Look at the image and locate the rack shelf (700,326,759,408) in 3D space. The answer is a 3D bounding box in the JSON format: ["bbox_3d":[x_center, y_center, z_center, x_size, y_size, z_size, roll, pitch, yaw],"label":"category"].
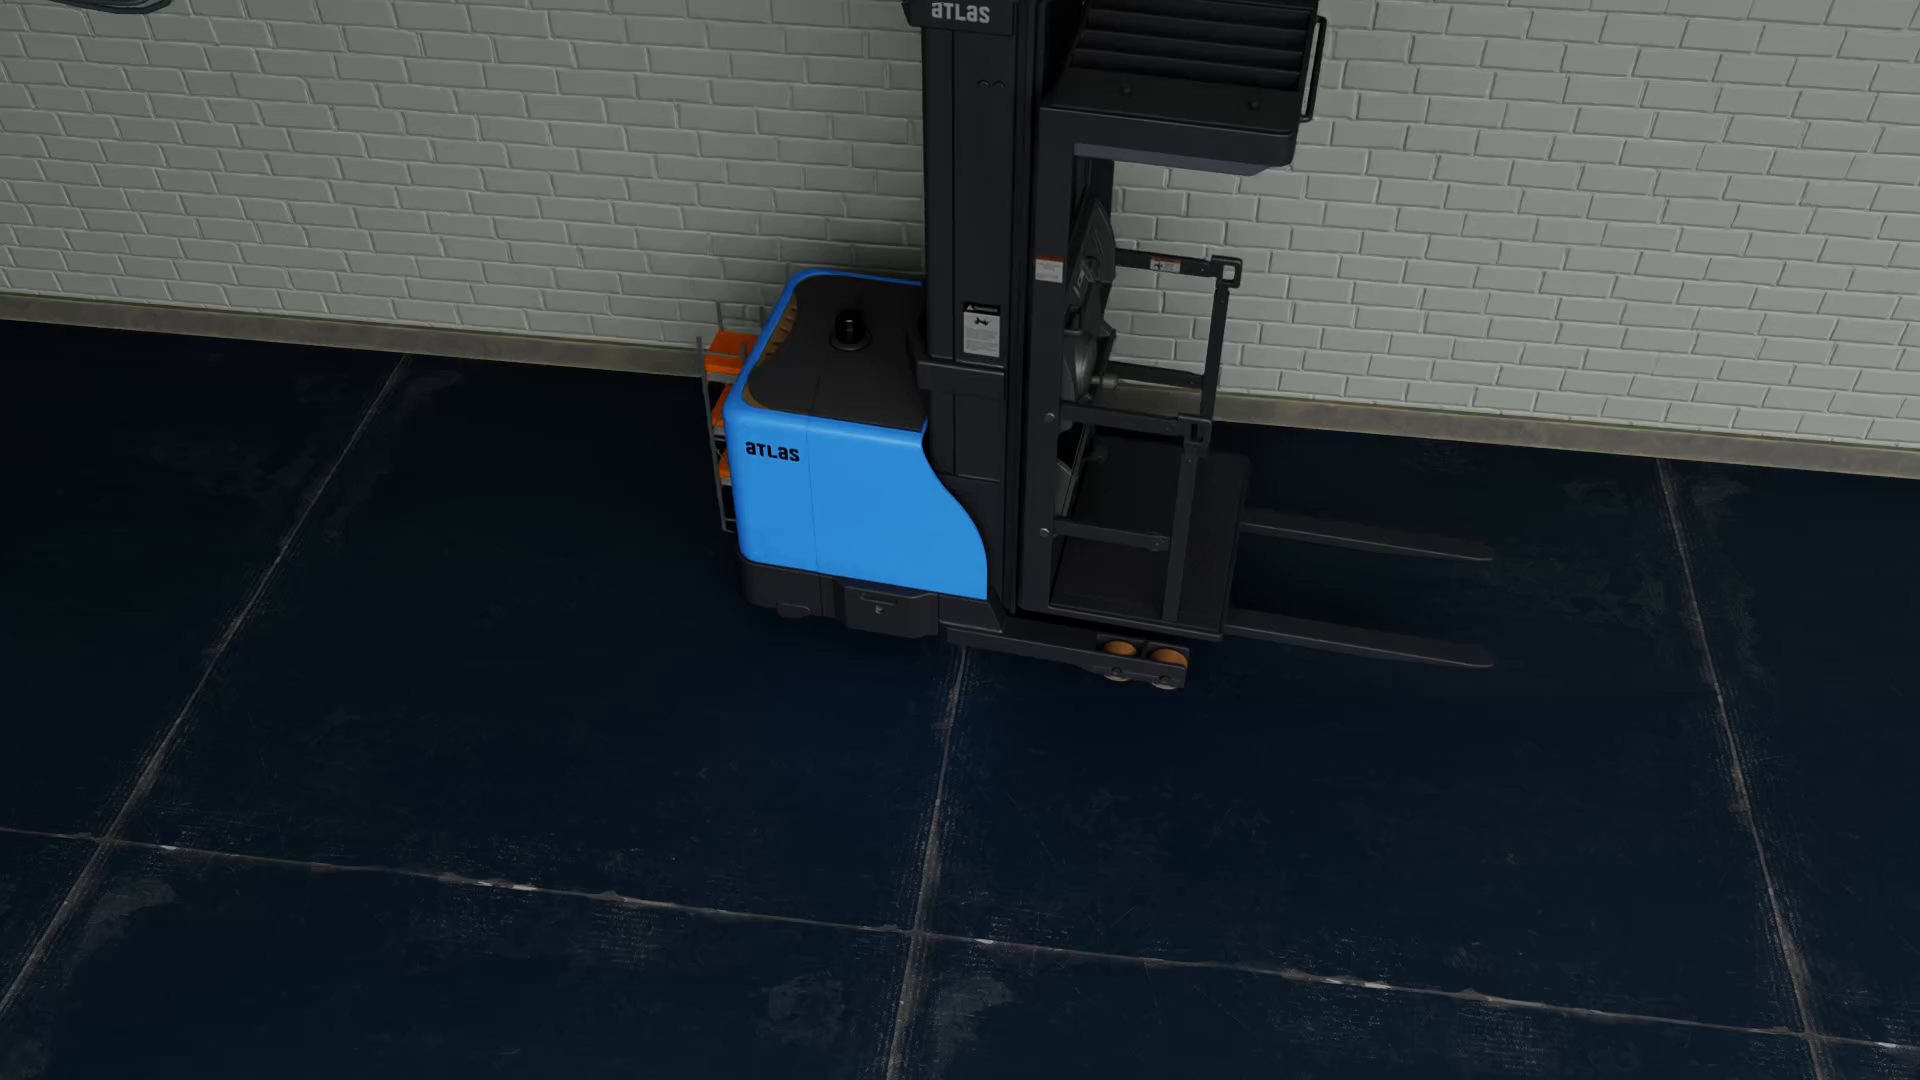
[{"bbox_3d":[-0.918,-0.689,6.817,0.215,0.259,0.240,8,44,9],"label":"rack shelf"}]

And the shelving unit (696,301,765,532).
[{"bbox_3d":[-0.918,-0.491,7.005,0.215,1.050,0.252,8,44,9],"label":"shelving unit"}]

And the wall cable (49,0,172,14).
[{"bbox_3d":[-4.719,-3.229,6.374,3.097,2.526,0.112,5,44,6],"label":"wall cable"}]

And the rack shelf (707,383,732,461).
[{"bbox_3d":[-0.918,-0.483,7.012,0.215,0.259,0.240,8,44,9],"label":"rack shelf"}]

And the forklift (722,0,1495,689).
[{"bbox_3d":[0.660,-0.874,6.041,3.031,2.935,1.130,9,44,9],"label":"forklift"}]

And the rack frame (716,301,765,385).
[{"bbox_3d":[-0.892,-0.573,7.091,0.200,1.050,0.008,8,44,9],"label":"rack frame"}]

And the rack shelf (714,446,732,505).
[{"bbox_3d":[-0.917,-0.281,7.203,0.215,0.259,0.240,8,44,9],"label":"rack shelf"}]

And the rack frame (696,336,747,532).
[{"bbox_3d":[-0.943,-0.409,6.918,0.200,1.050,0.008,8,44,9],"label":"rack frame"}]
